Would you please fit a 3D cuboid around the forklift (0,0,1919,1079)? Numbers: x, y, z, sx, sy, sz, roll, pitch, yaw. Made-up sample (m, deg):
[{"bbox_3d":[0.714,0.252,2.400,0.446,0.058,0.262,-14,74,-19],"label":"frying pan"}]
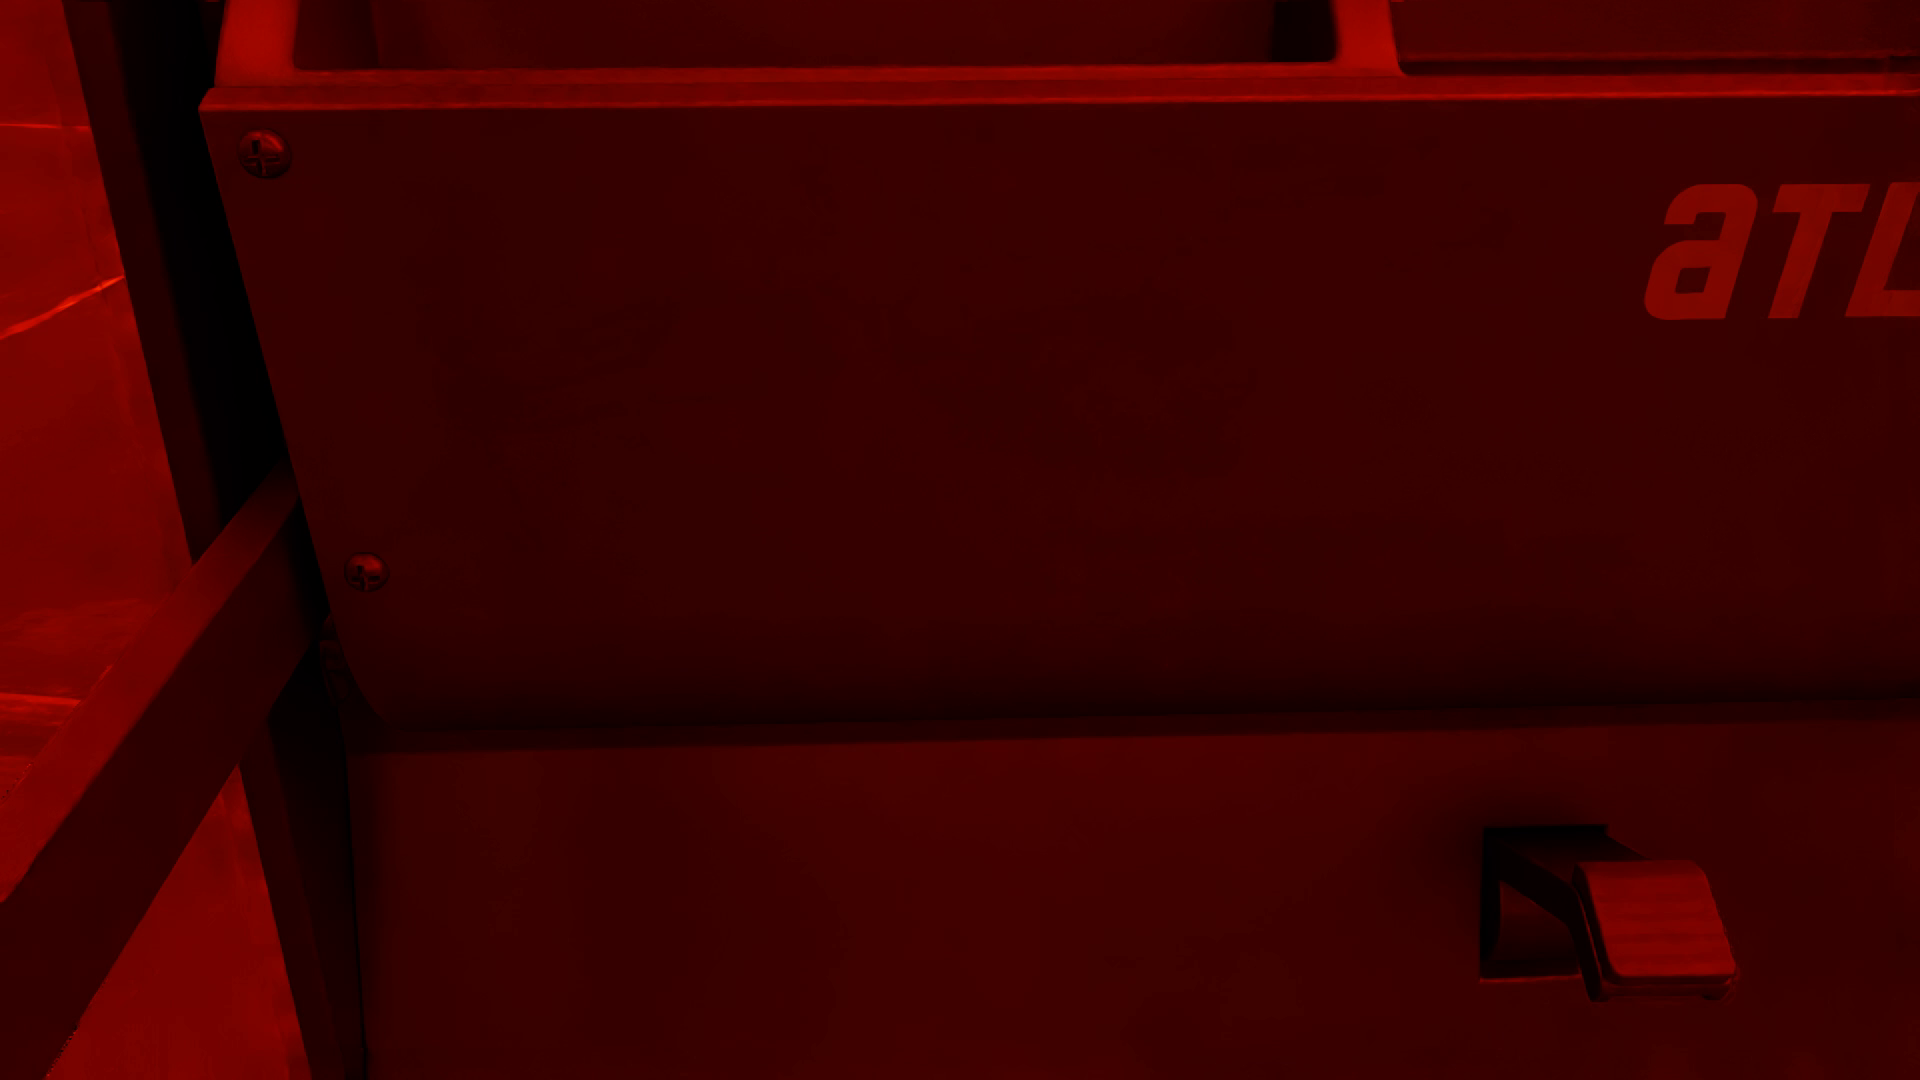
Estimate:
[{"bbox_3d":[0.179,-0.549,0.317,1.130,2.935,3.031,-1,27,-2],"label":"forklift"}]
